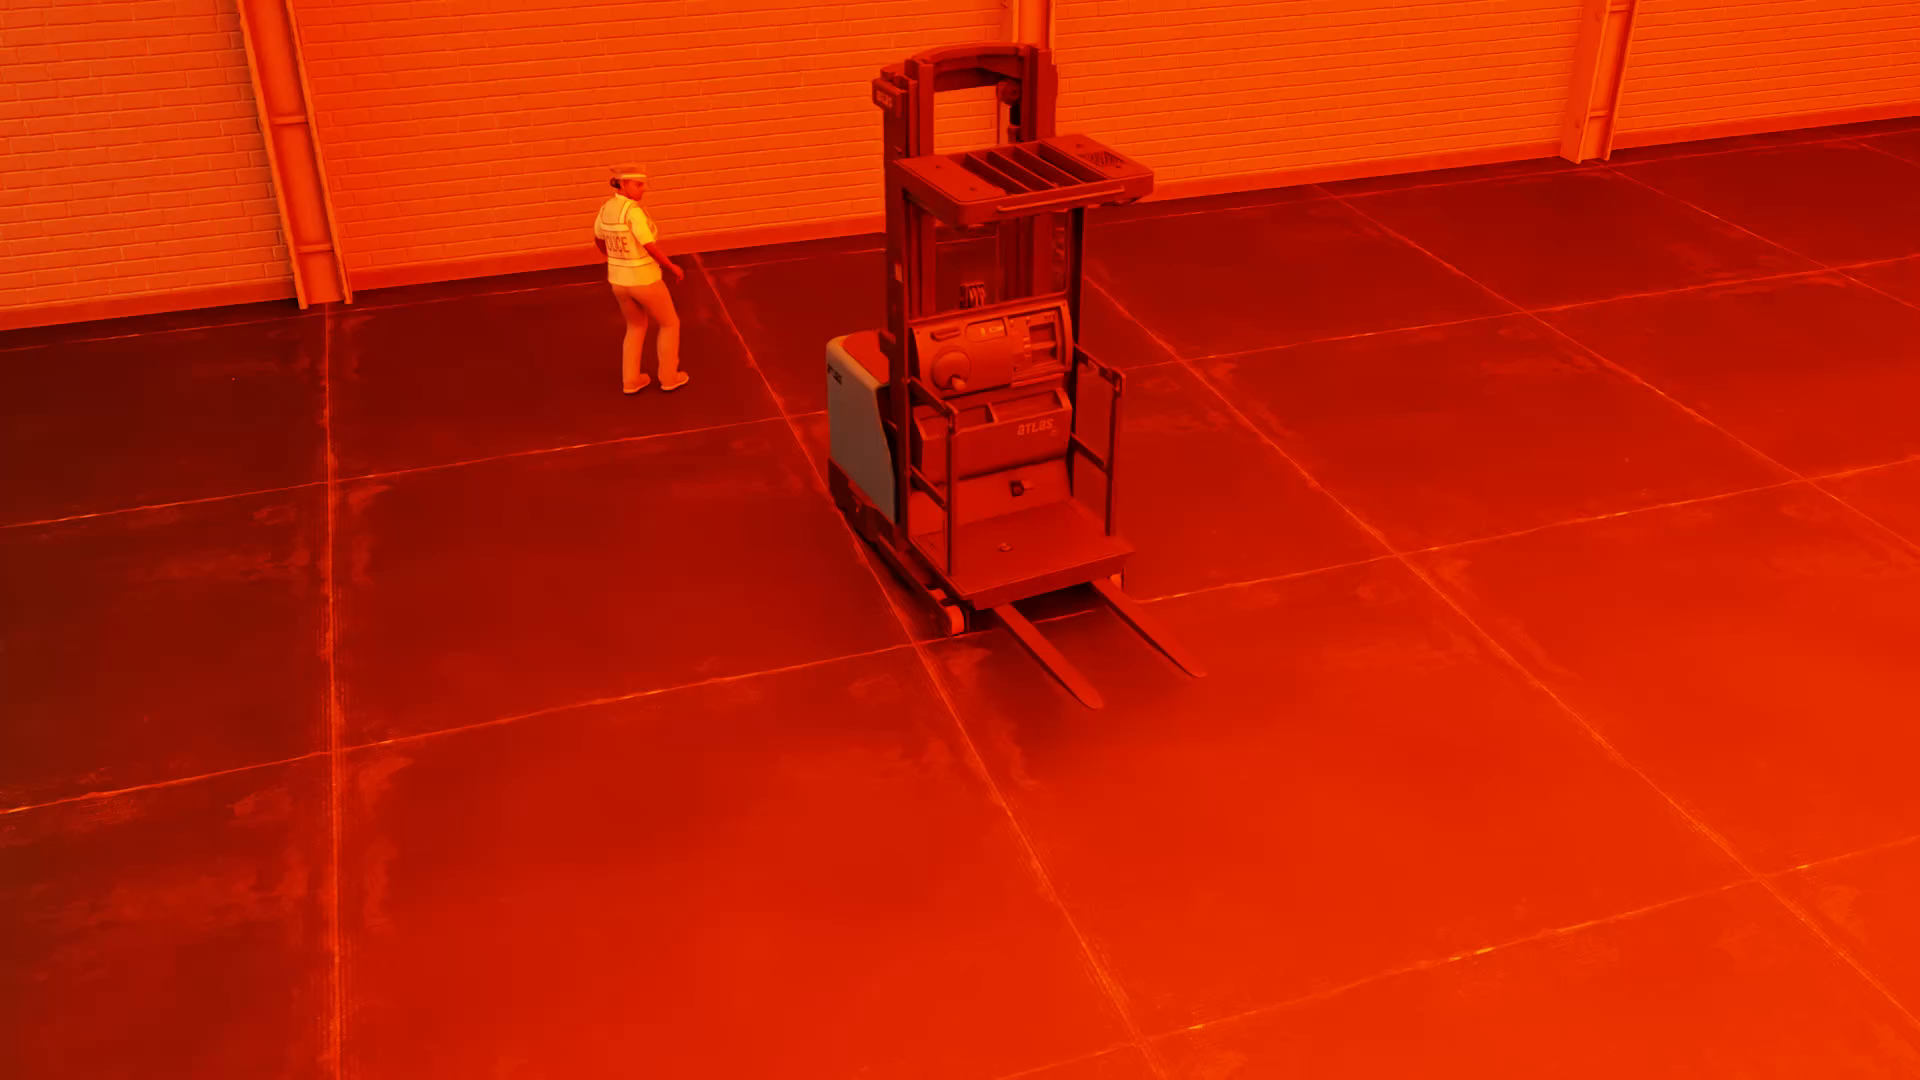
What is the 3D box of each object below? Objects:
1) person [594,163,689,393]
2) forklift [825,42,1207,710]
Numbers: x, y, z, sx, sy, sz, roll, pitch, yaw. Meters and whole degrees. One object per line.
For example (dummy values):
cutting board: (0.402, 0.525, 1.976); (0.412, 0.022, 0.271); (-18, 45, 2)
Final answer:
person: (-2.228, -1.817, 11.556); (0.651, 1.640, 0.483); (18, 34, 28)
forklift: (0.281, -0.999, 8.823); (1.130, 2.935, 3.031); (-14, 33, -23)
